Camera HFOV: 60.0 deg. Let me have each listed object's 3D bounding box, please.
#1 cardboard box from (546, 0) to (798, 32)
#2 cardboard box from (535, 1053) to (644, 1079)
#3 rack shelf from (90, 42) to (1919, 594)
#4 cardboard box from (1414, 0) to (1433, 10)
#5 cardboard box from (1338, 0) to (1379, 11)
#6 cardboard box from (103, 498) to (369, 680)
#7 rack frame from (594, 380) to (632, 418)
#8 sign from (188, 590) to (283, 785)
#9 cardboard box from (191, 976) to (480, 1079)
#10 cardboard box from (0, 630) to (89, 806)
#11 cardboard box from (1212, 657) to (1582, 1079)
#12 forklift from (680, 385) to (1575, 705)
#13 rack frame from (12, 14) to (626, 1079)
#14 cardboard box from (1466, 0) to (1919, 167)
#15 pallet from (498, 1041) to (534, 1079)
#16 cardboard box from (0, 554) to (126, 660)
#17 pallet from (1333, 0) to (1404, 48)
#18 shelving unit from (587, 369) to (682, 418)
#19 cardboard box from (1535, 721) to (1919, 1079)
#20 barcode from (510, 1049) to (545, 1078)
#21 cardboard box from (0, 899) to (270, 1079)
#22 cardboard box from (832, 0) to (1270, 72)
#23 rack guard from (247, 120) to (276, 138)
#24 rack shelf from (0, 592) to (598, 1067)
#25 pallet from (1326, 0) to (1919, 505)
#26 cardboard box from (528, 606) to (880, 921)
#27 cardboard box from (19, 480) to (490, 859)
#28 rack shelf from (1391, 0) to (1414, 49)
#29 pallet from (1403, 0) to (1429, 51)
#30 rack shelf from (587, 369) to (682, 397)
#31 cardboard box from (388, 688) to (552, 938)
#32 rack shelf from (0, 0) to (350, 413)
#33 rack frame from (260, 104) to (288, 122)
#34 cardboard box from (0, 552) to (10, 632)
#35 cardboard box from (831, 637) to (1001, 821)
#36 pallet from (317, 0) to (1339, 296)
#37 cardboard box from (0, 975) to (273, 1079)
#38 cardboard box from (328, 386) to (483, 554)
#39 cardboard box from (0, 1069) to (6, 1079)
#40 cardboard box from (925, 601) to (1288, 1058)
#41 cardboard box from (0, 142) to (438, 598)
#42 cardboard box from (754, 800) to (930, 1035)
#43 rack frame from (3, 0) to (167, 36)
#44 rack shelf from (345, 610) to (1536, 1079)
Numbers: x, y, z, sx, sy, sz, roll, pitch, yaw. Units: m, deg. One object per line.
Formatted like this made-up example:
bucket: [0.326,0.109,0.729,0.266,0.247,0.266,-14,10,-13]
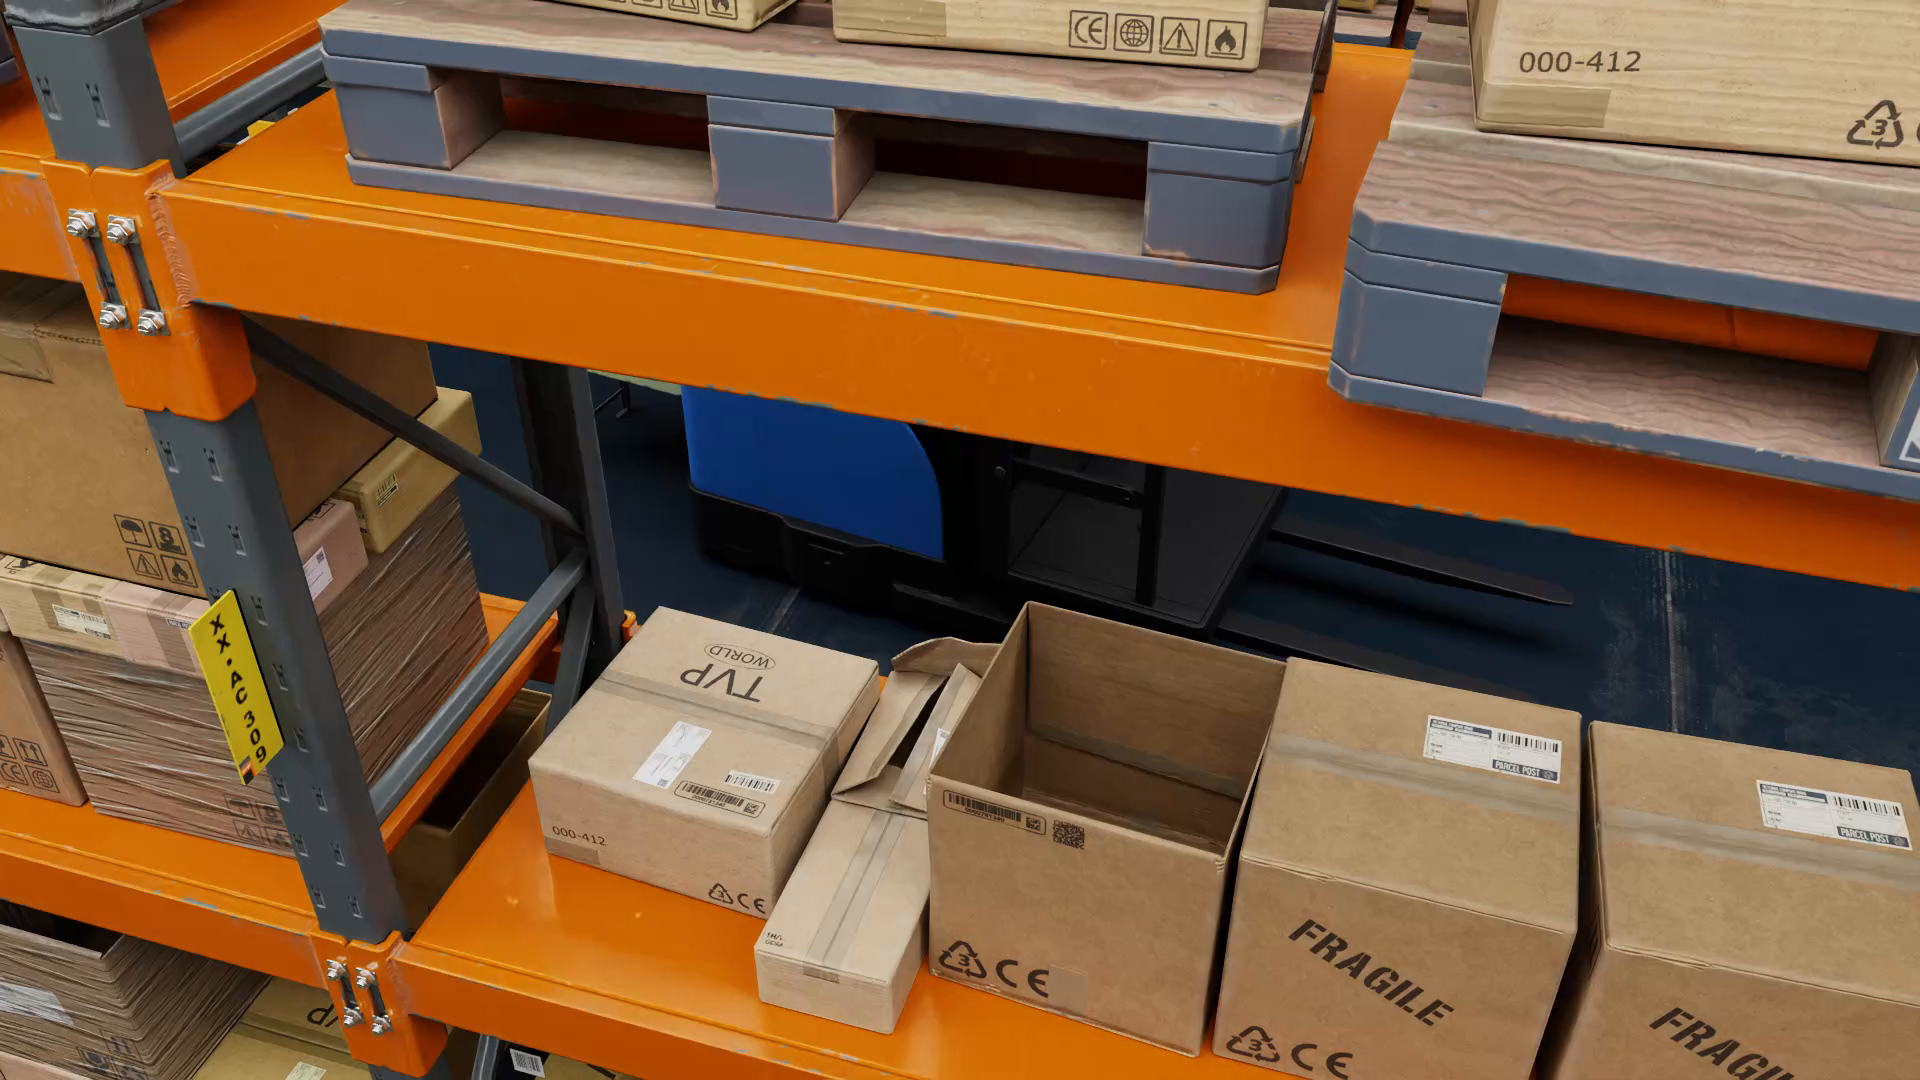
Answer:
cardboard box: [-0.381,-0.901,2.186,0.500,0.250,0.500,14,39,19]
cardboard box: [-0.646,1.227,3.544,0.500,0.311,0.500,11,38,14]
rack shelf: [0.943,-0.264,2.154,4.000,0.370,1.077,10,38,14]
cardboard box: [2.152,-2.409,6.537,0.500,0.500,0.700,16,39,20]
cardboard box: [1.514,-2.508,6.671,0.500,0.500,0.700,14,39,19]
cardboard box: [-1.289,0.073,2.989,0.250,0.149,0.380,10,38,14]
rack frame: [-1.477,-1.055,6.418,0.023,1.500,0.400,16,39,20]
sign: [-1.130,0.235,2.603,0.005,0.325,0.100,10,38,14]
cardboard box: [-1.474,1.281,3.944,0.500,0.250,0.500,10,38,14]
cardboard box: [-1.897,0.096,3.504,0.500,0.500,0.700,10,38,13]
cardboard box: [0.743,0.587,2.837,0.500,0.500,0.500,11,38,14]
forklift: [0.569,-1.021,5.164,3.031,2.935,1.130,16,39,20]
rack frame: [-0.966,0.301,3.311,0.127,3.000,1.000,10,38,14]
cardboard box: [0.841,-0.643,1.835,0.500,0.250,0.500,7,37,10]
pallet: [-1.713,1.260,4.360,1.213,0.211,1.003,10,38,14]
cardboard box: [-1.525,0.028,3.050,0.250,0.149,0.380,10,37,13]
pallet: [1.194,-2.208,6.881,1.213,0.211,1.003,10,38,14]
shelving unit: [-1.147,-0.962,6.291,0.755,1.500,0.431,16,39,20]
cardboard box: [1.246,0.680,2.711,0.500,0.500,0.500,9,37,11]
barcode: [-0.847,1.025,3.255,0.075,0.075,0.001,10,38,14]
cardboard box: [-1.948,0.884,3.851,0.500,0.500,0.500,10,38,14]
cardboard box: [0.144,-0.806,2.056,0.500,0.250,0.500,7,37,9]
rack guard: [-3.238,-2.189,8.803,0.348,0.500,1.175,10,38,14]
rack shelf: [-2.875,0.237,4.004,4.000,0.370,1.077,10,38,14]
pallet: [1.109,-0.389,1.877,1.213,0.211,1.003,12,38,16]
cardboard box: [-0.483,0.424,3.270,0.500,0.250,0.500,13,38,17]
cardboard box: [-1.391,0.186,3.383,0.500,0.500,0.700,10,37,13]
rack shelf: [2.417,-1.859,6.852,4.000,0.370,1.077,10,38,14]
pallet: [2.424,-2.045,6.660,1.213,0.211,1.003,10,38,14]
rack shelf: [-1.147,-0.699,6.484,0.720,0.370,0.431,16,39,20]
cardboard box: [-1.315,0.678,4.131,0.500,0.500,0.500,10,38,14]
rack shelf: [-2.875,-0.971,3.115,4.000,0.370,1.077,10,38,14]
rack frame: [-3.311,-3.209,8.080,0.127,3.000,1.000,10,38,14]
cardboard box: [-1.776,-0.017,3.111,0.250,0.149,0.380,9,37,13]
cardboard box: [-0.072,0.407,3.280,0.258,0.266,0.396,10,37,13]
pallet: [-0.120,-0.681,2.276,1.217,0.209,0.805,9,37,12]
cardboard box: [-1.948,1.187,4.072,0.500,0.250,0.500,10,38,14]
cardboard box: [-1.165,-0.158,3.302,0.250,0.149,0.380,10,38,14]
cardboard box: [-2.430,1.107,4.181,0.500,0.250,0.500,10,38,14]
cardboard box: [0.265,0.499,2.957,0.500,0.500,0.500,13,38,17]
cardboard box: [-1.391,-0.337,2.998,0.500,0.500,0.700,11,38,14]
cardboard box: [-0.181,0.674,3.015,0.250,0.149,0.380,10,38,14]
rack frame: [-0.966,-2.115,1.532,0.127,3.000,1.000,10,38,14]
rack shelf: [0.943,0.944,3.043,4.000,0.370,1.077,10,38,14]
